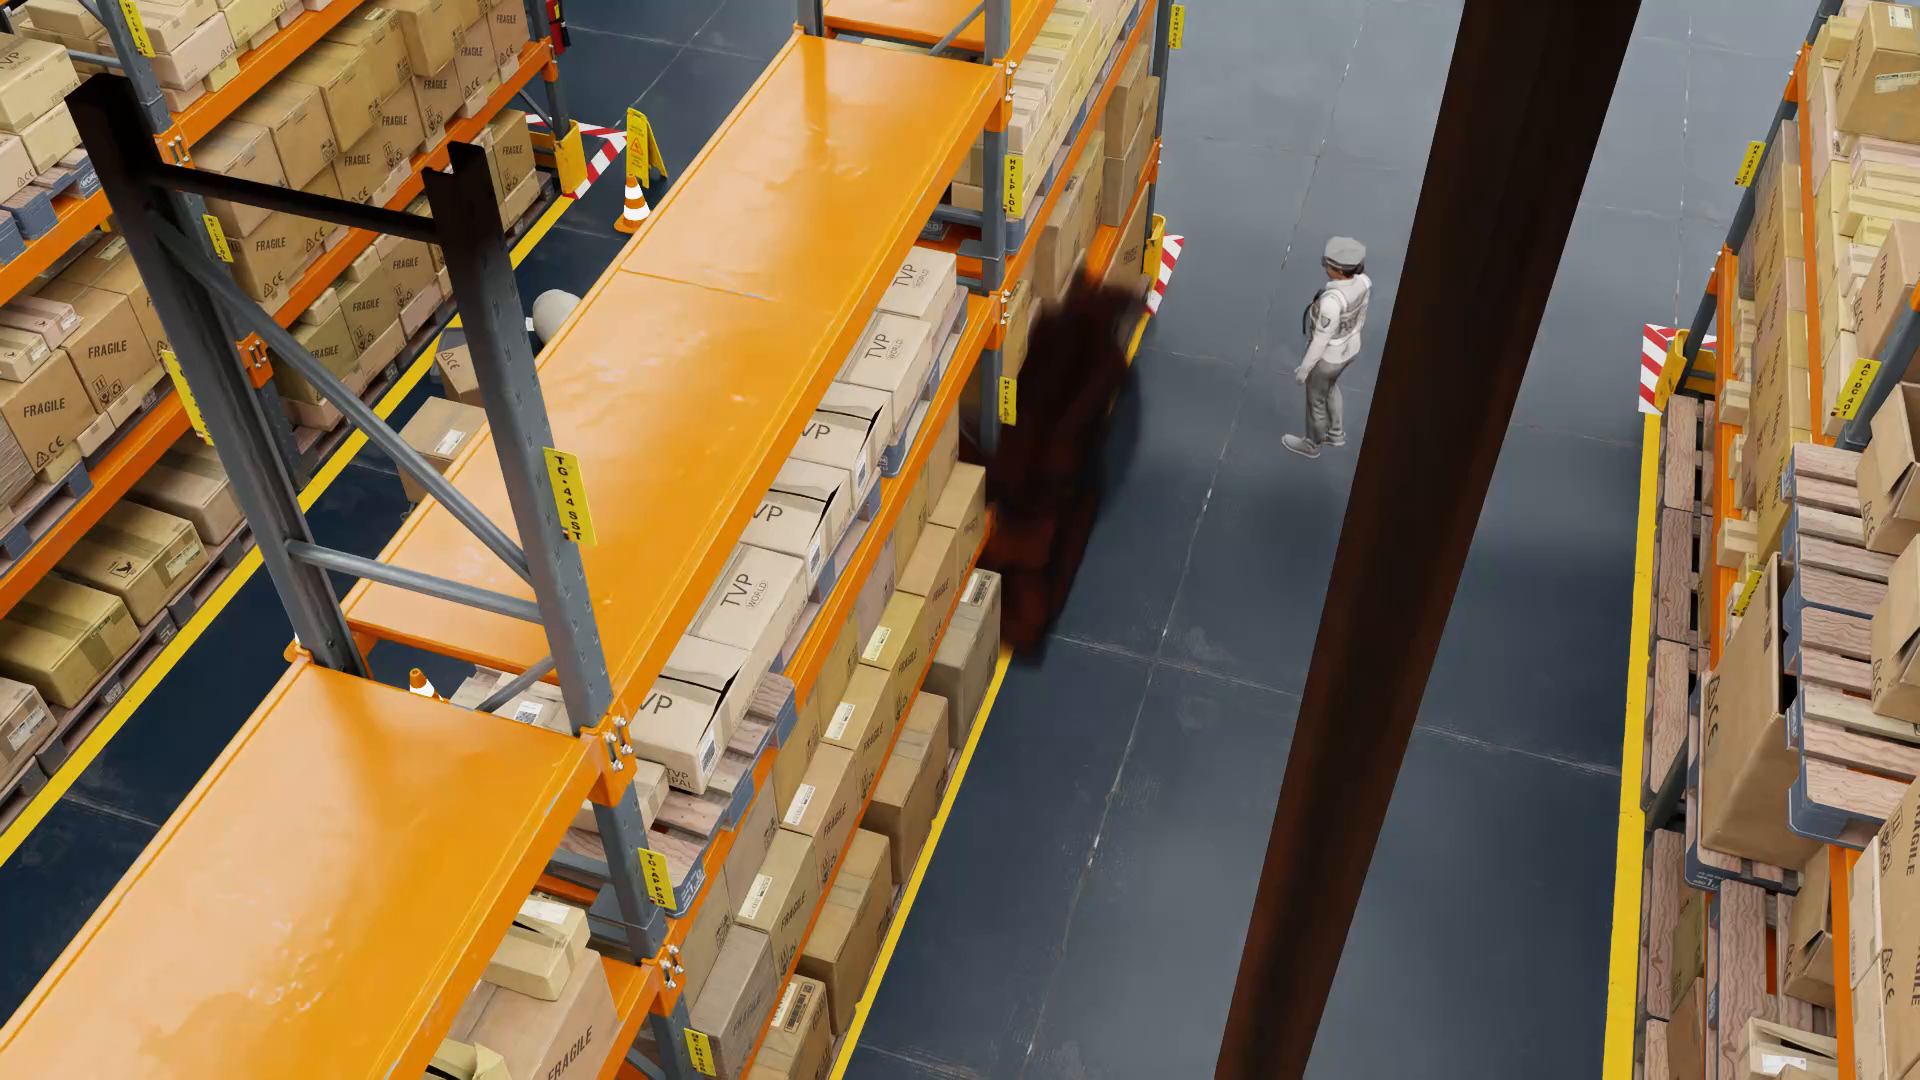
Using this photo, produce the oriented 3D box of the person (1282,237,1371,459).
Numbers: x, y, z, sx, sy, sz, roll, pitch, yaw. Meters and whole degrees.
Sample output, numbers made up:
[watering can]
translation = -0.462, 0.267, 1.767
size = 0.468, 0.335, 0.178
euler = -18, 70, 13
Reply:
[person]
translation = 2.376, -1.181, 10.745
size = 0.373, 1.711, 0.533
euler = 35, 55, 29
